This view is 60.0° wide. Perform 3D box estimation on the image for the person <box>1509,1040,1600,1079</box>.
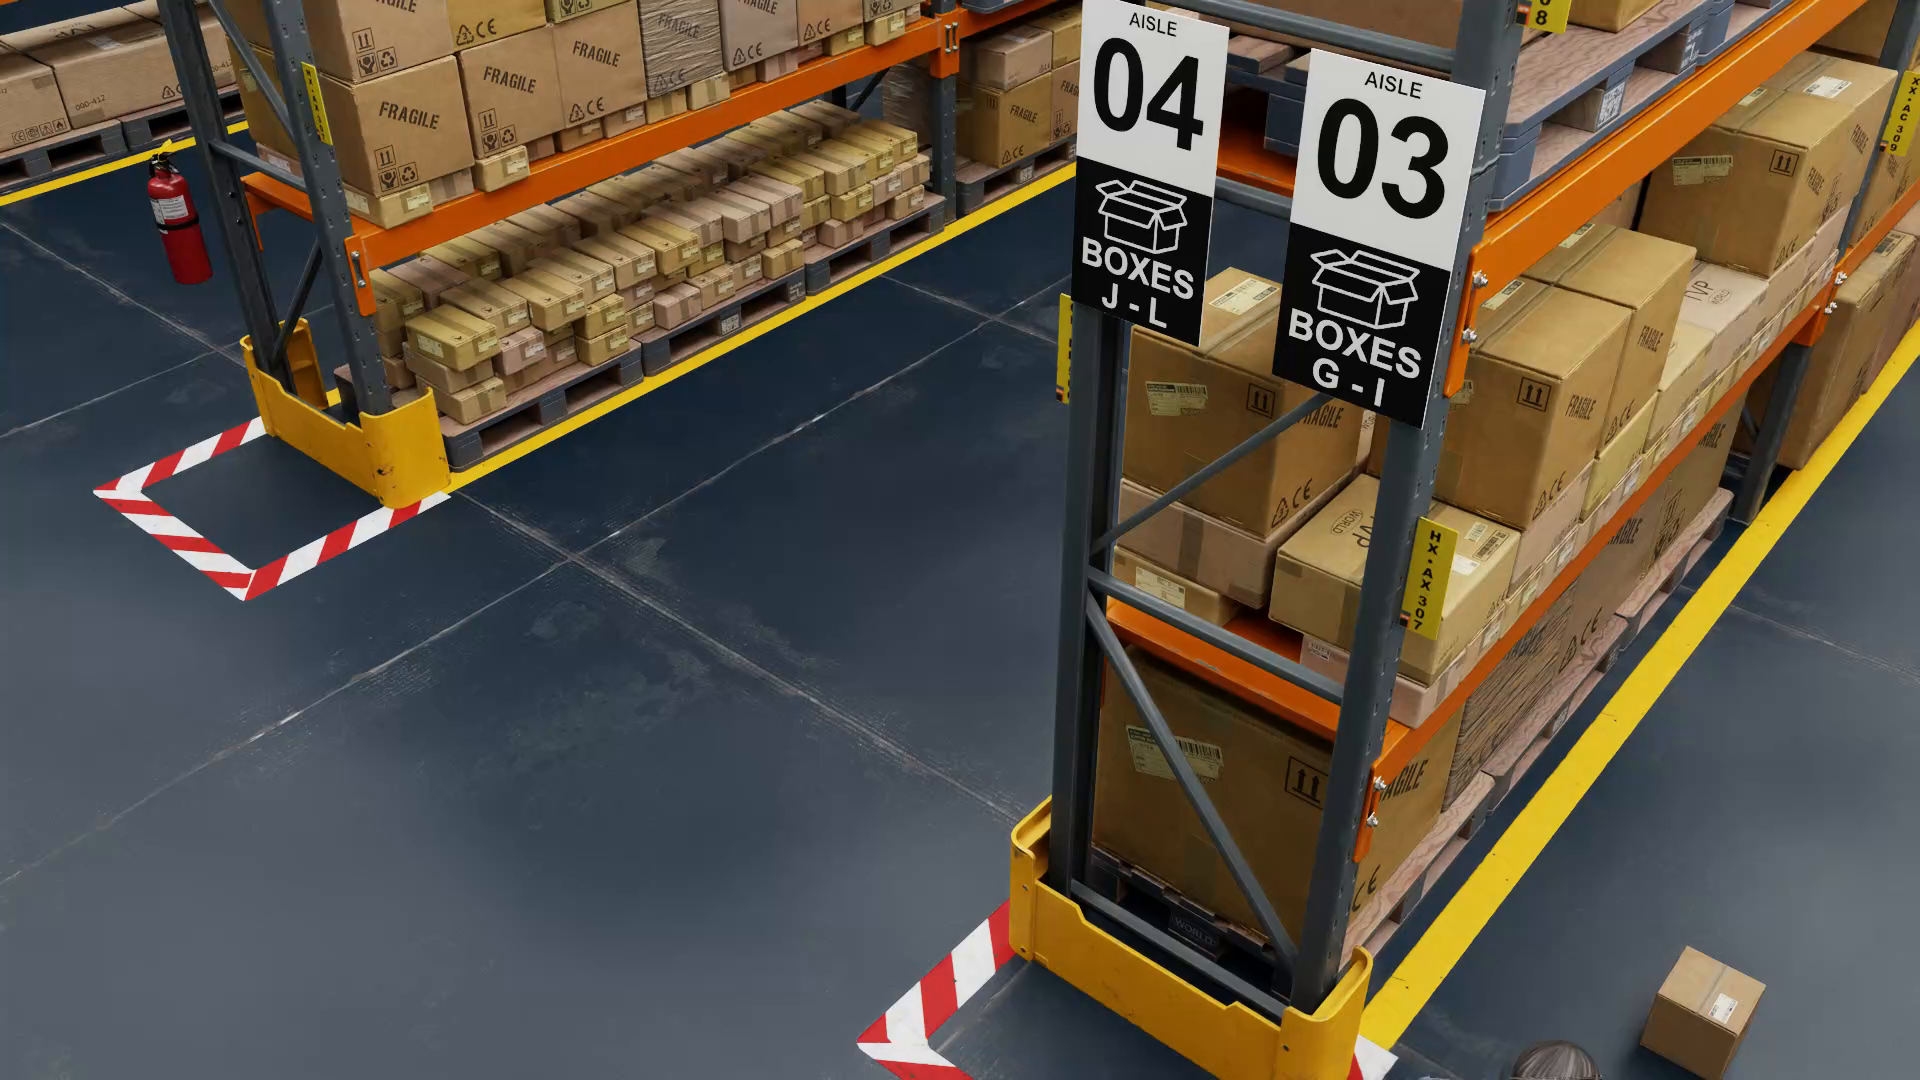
[{"bbox_3d":[1.197,1.754,3.723,0.557,1.713,0.565,1,35,2],"label":"person"}]
